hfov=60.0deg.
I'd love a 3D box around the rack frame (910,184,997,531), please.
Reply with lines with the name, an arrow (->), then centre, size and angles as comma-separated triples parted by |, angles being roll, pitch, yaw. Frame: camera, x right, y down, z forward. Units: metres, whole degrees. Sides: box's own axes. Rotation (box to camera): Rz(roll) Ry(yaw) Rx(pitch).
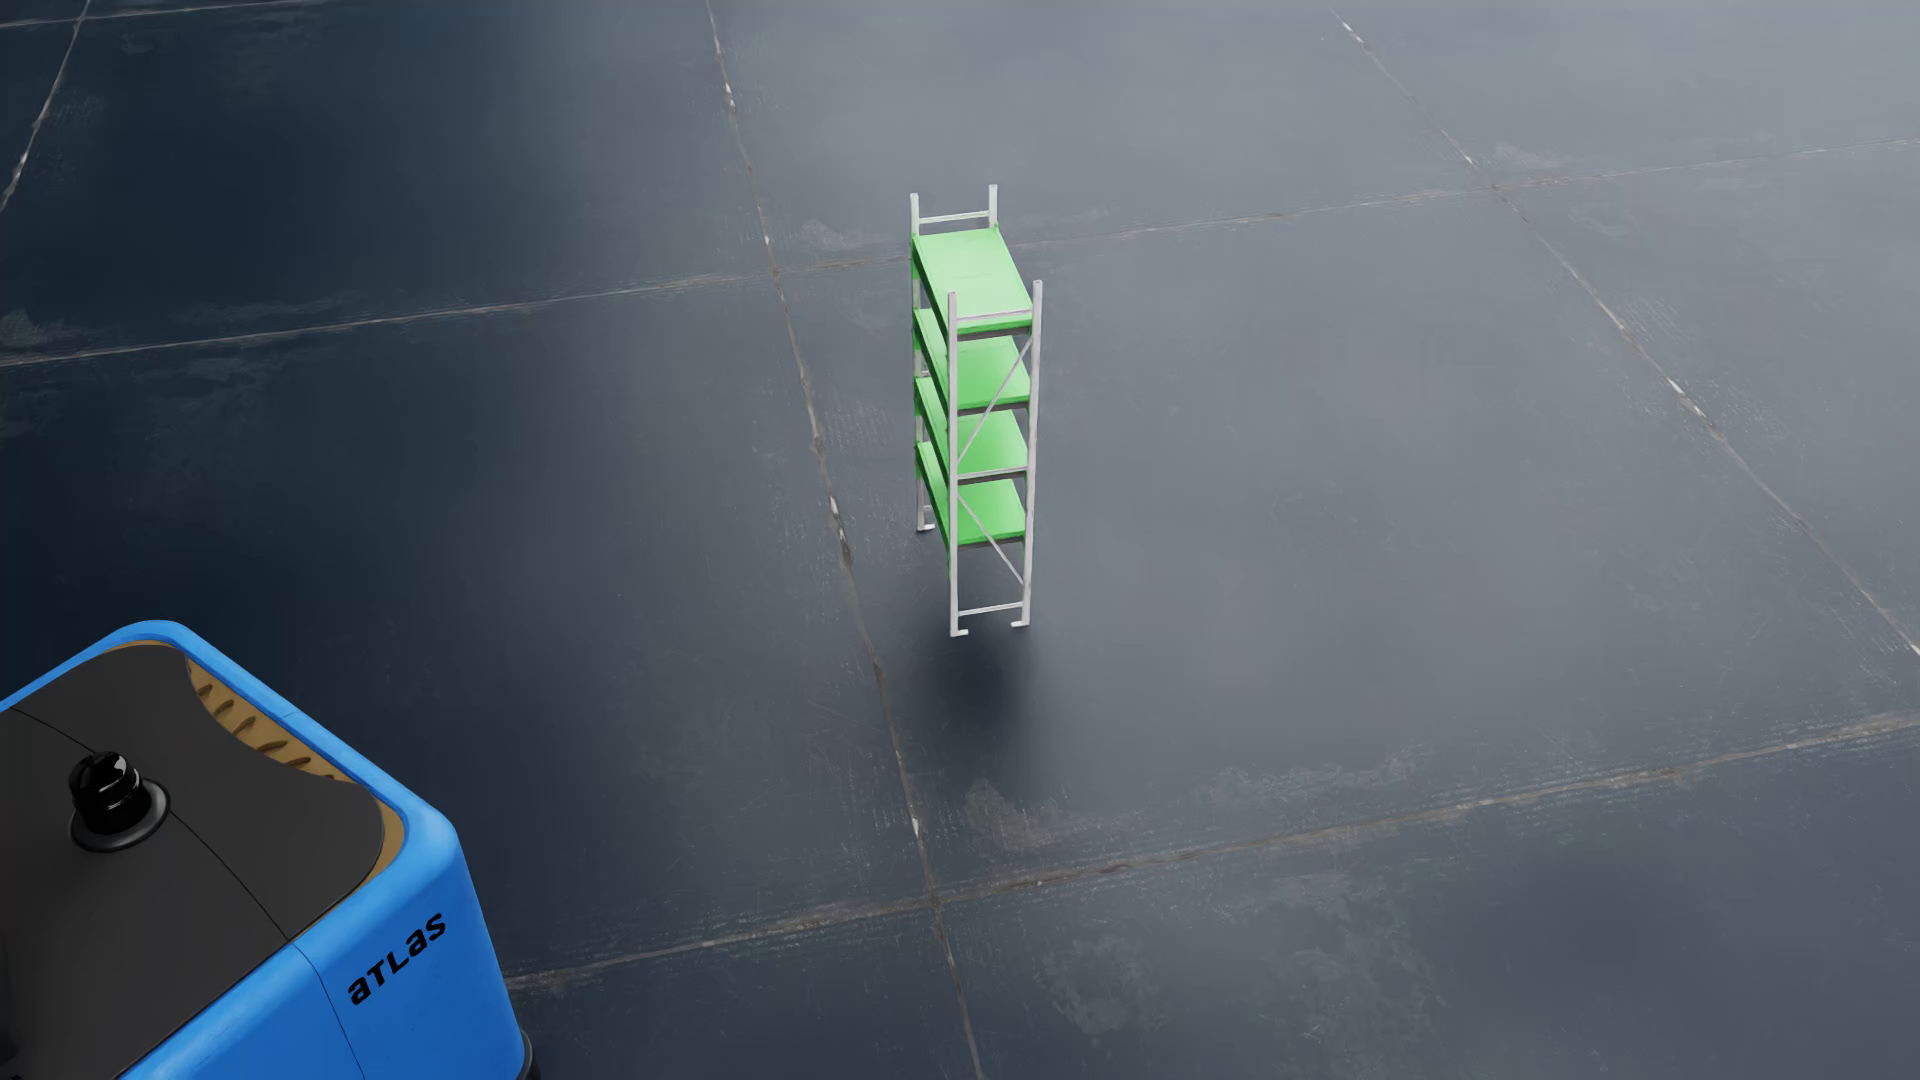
rack frame -> -0.017, -0.500, 4.909 | 0.240, 1.200, 0.015 | -8, 42, -9

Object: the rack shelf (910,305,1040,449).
rack shelf -> 0.036, -0.473, 4.614 | 0.258, 0.148, 0.480 | -8, 42, -9

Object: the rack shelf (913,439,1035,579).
rack shelf -> 0.036, -0.114, 4.933 | 0.258, 0.148, 0.480 | -8, 42, -9

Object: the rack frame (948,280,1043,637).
rack frame -> 0.088, -0.183, 4.553 | 0.240, 1.200, 0.015 | -8, 42, -9

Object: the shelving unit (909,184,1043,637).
shelving unit -> 0.036, -0.341, 4.731 | 0.258, 1.200, 0.503 | -8, 42, -9

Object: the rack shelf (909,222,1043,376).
rack shelf -> 0.036, -0.653, 4.455 | 0.258, 0.148, 0.480 | -8, 42, -9

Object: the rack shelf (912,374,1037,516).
rack shelf -> 0.036, -0.294, 4.773 | 0.258, 0.148, 0.480 | -8, 42, -9

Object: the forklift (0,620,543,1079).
forklift -> -2.203, 0.820, 2.119 | 1.130, 2.935, 3.031 | 27, 48, 27
